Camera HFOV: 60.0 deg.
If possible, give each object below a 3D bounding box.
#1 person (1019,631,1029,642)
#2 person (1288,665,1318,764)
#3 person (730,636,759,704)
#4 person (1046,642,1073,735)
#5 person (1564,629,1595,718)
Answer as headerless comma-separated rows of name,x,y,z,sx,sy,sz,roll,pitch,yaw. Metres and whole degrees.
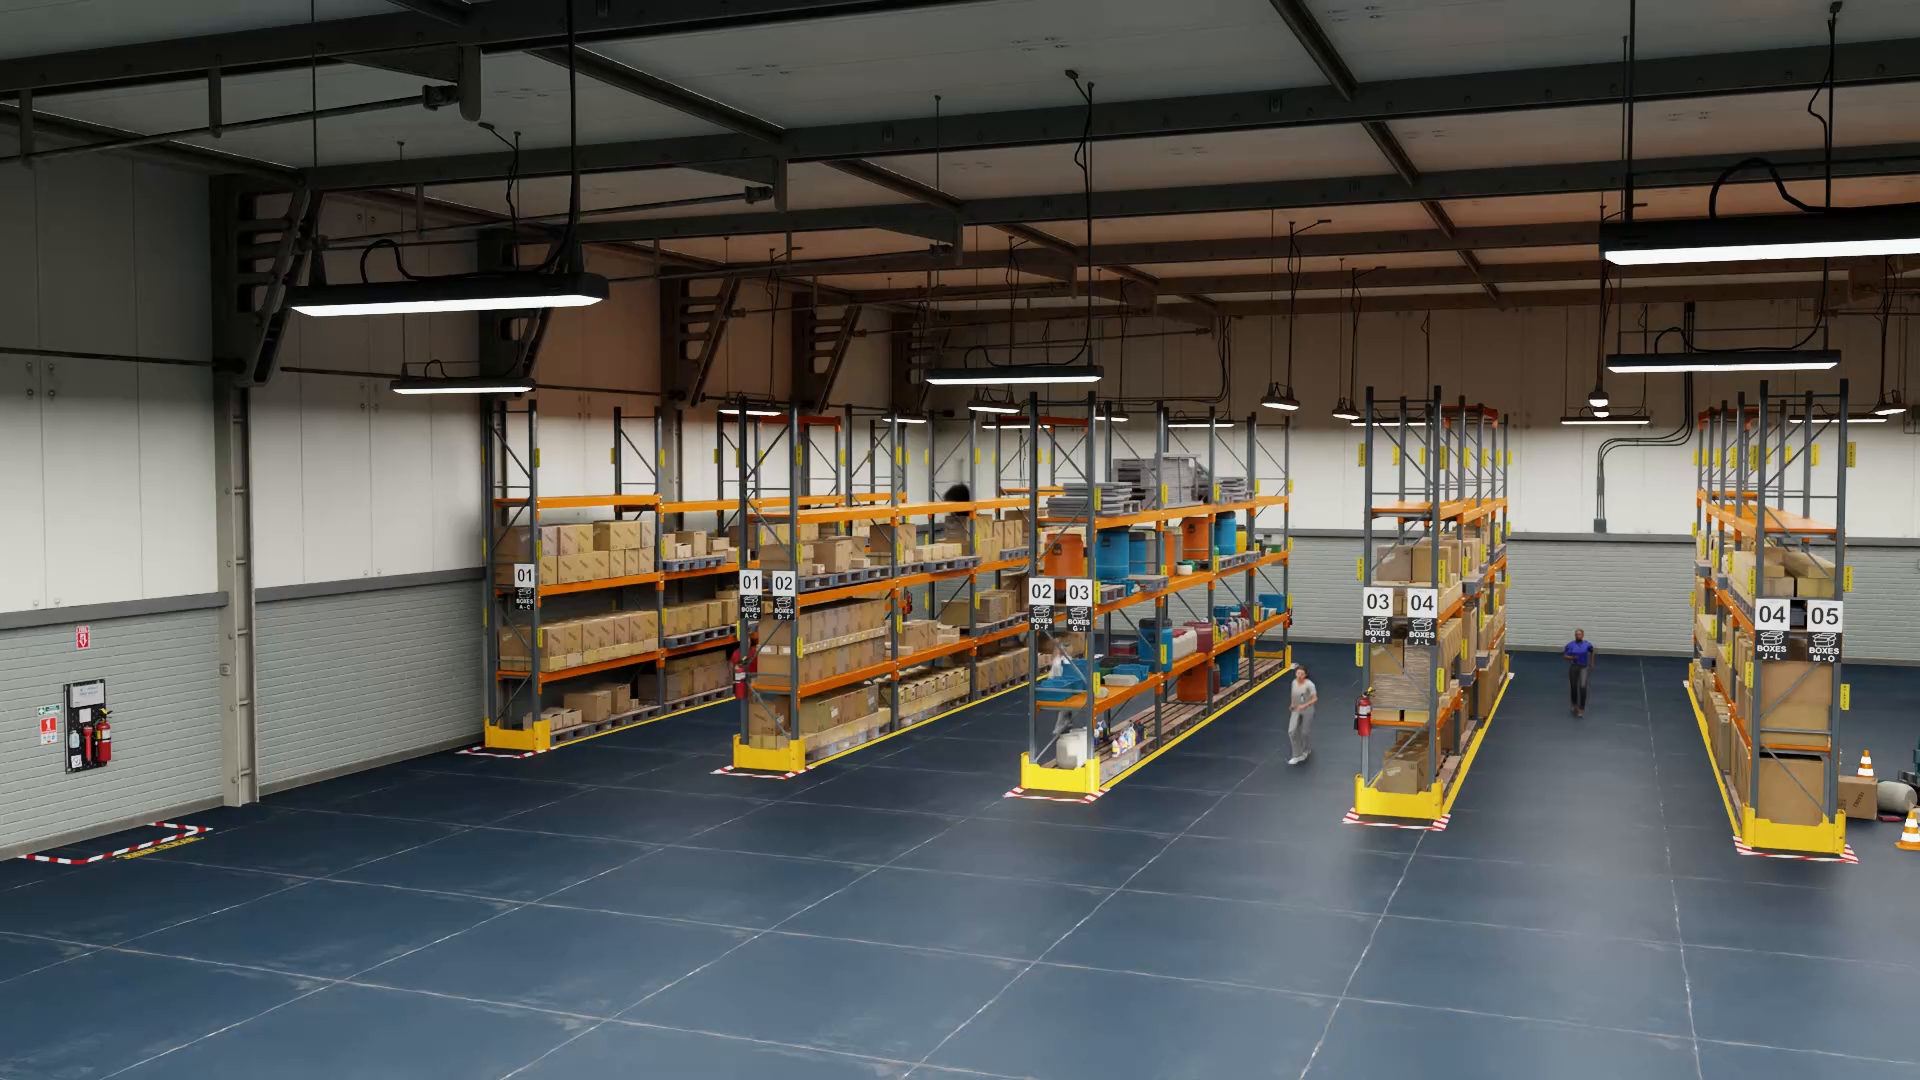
person,1.752,2.003,43.023,0.675,1.725,0.801,2,3,34
person,5.701,2.854,27.390,0.517,1.642,0.816,2,3,31
person,-3.969,2.635,31.339,0.668,1.698,0.987,0,3,1
person,1.854,2.685,30.439,0.745,1.660,0.648,-2,3,-34
person,12.048,2.570,32.370,0.569,1.705,0.860,1,3,20
